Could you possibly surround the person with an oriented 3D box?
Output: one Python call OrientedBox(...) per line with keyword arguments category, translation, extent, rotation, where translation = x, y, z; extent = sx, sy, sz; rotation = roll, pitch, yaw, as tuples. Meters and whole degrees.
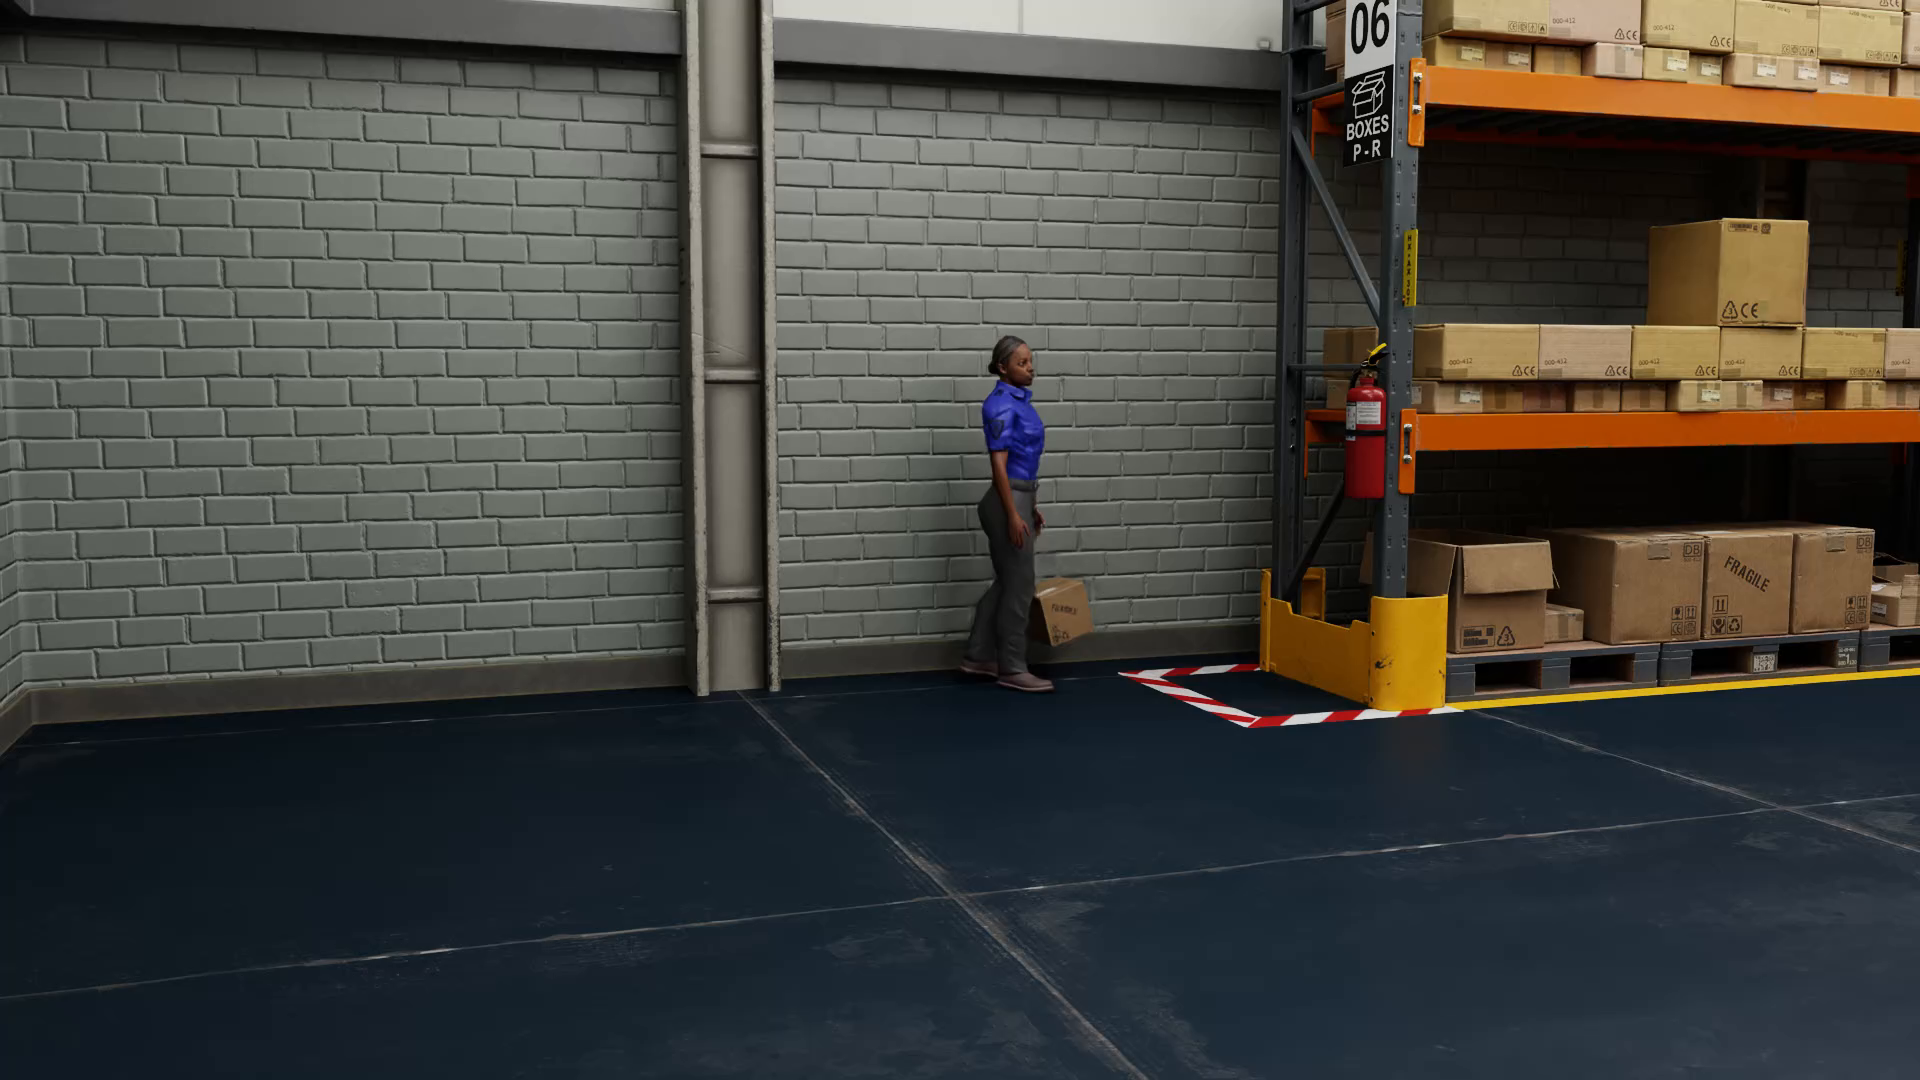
OrientedBox(category="person", translation=(0.219, -0.127, 7.817), extent=(0.494, 1.657, 0.543), rotation=(1, 6, 13))
